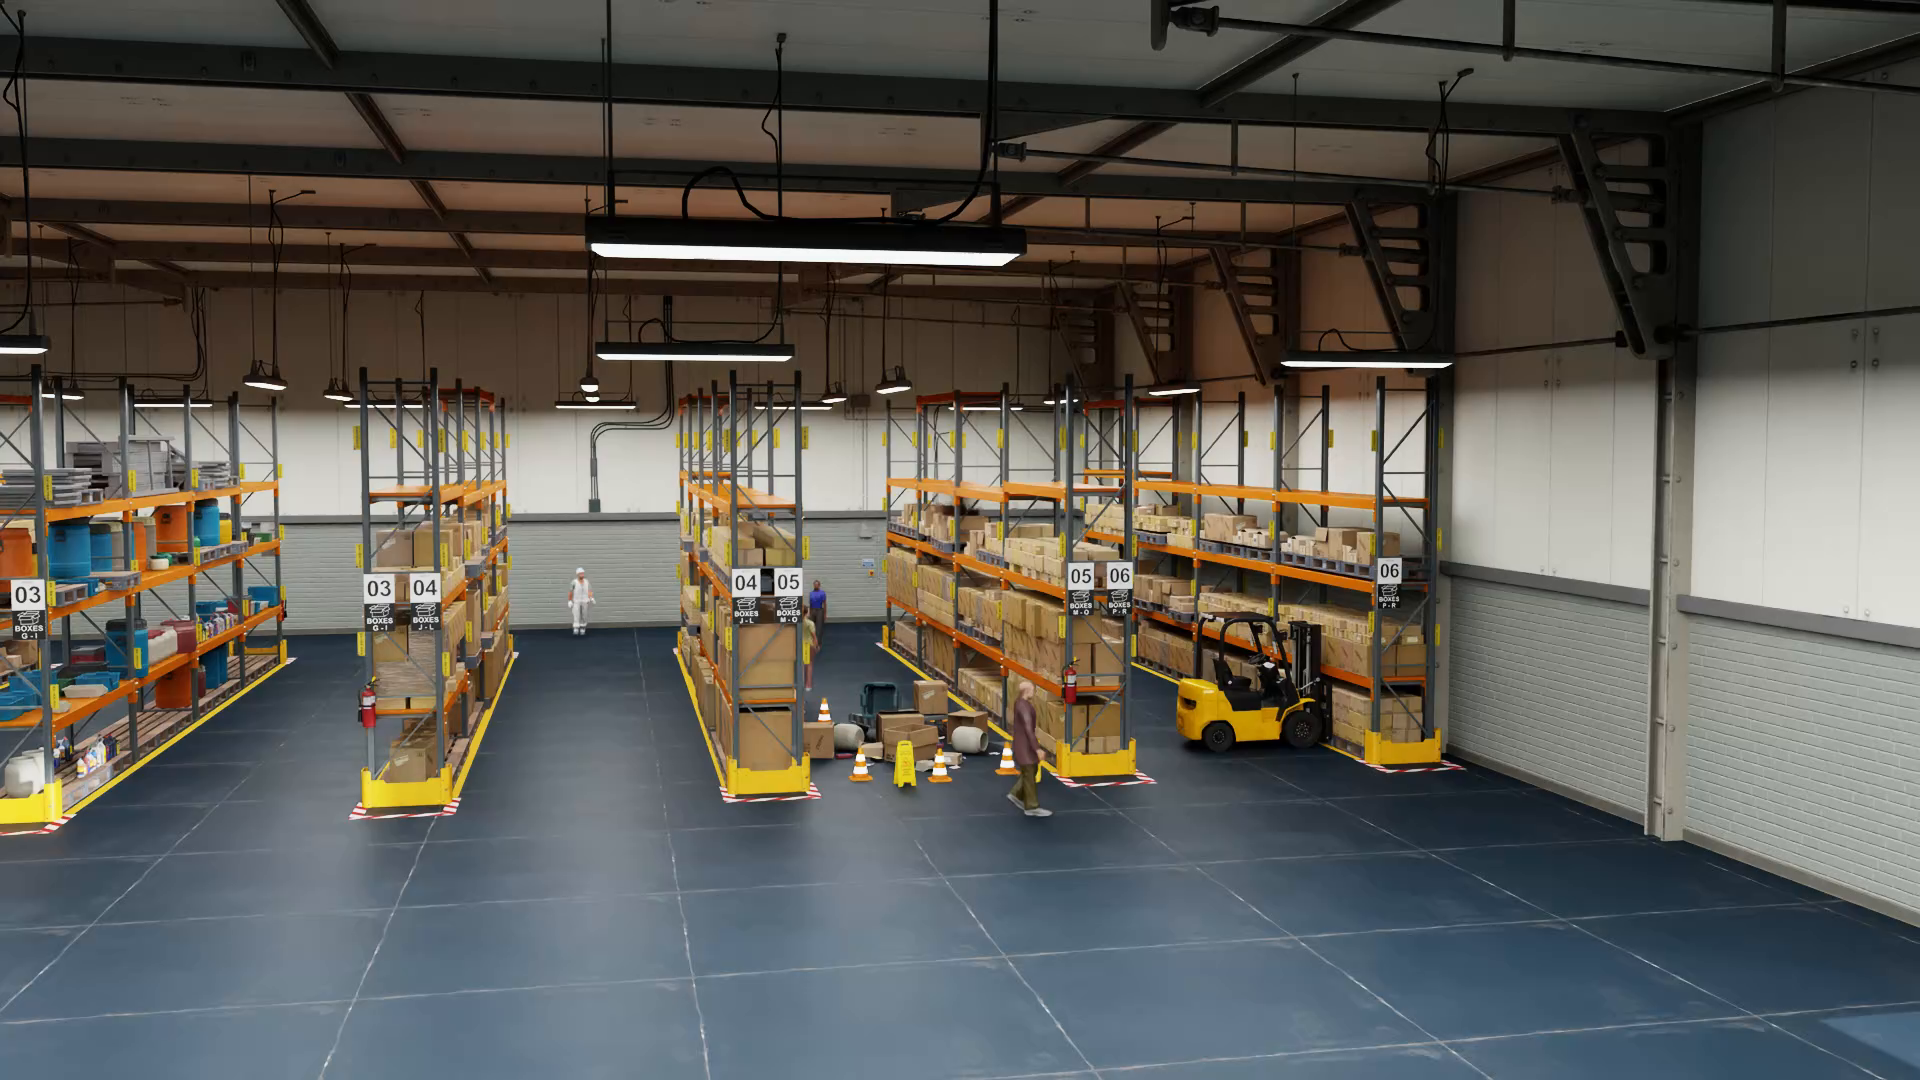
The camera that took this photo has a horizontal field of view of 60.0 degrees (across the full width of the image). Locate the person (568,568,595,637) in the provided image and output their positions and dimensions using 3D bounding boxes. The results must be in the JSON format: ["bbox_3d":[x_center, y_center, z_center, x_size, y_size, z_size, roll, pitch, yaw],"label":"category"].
[{"bbox_3d":[-9.609,1.593,42.239,0.671,1.741,0.993,-1,3,-13],"label":"person"}]

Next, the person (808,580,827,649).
[{"bbox_3d":[-3.443,1.807,40.071,0.502,1.656,0.411,2,4,28],"label":"person"}]

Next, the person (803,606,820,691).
[{"bbox_3d":[-2.969,2.086,32.088,0.533,1.652,0.477,0,3,-7],"label":"person"}]

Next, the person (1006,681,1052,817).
[{"bbox_3d":[0.911,2.782,22.301,0.584,1.788,0.733,0,3,-6],"label":"person"}]
